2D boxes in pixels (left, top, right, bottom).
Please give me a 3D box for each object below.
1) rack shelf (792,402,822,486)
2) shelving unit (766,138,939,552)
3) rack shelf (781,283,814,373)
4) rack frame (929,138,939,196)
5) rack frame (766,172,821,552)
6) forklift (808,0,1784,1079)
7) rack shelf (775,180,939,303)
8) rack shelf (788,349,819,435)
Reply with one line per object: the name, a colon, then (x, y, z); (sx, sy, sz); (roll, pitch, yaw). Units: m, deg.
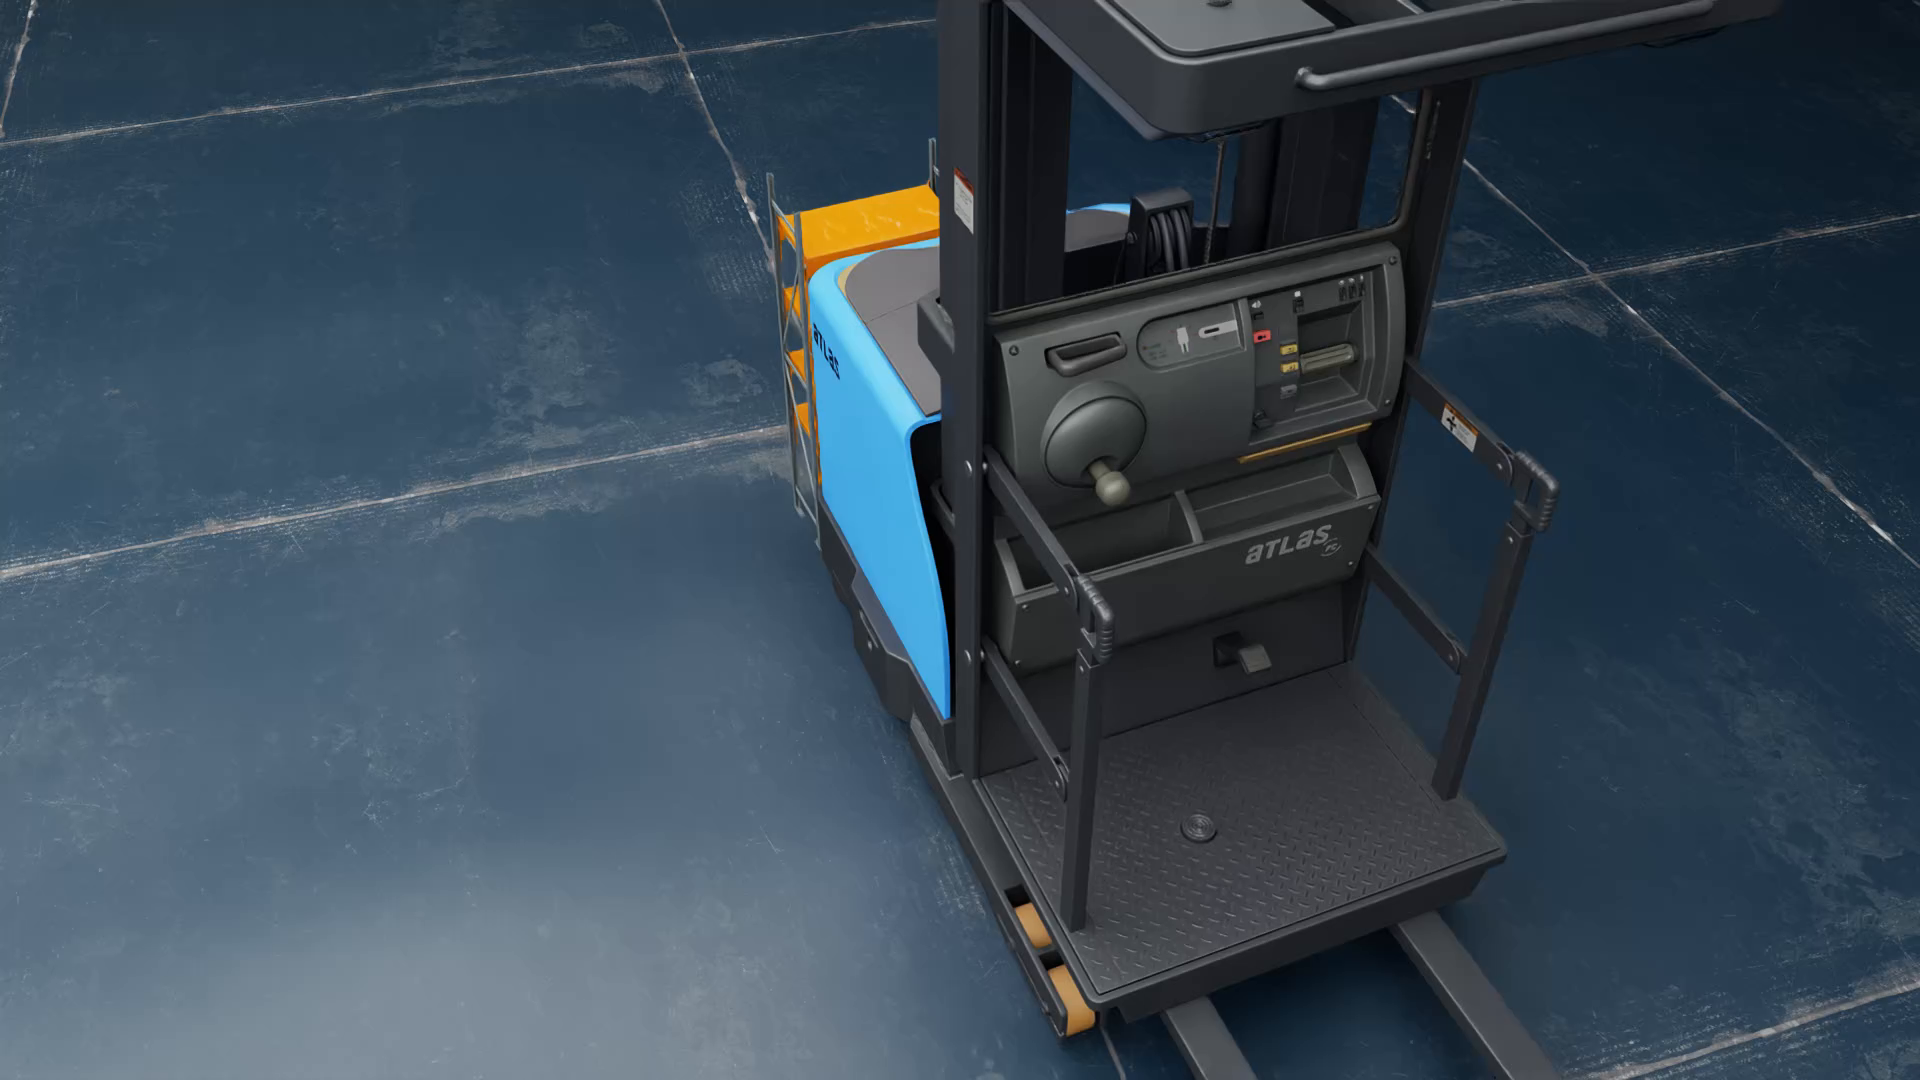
rack shelf: (-0.256, -0.354, 5.147); (0.480, 0.148, 0.258); (-16, 44, -18)
shelving unit: (-0.256, -0.554, 4.972); (0.503, 1.200, 0.258); (-16, 44, -18)
rack shelf: (-0.256, -0.672, 4.869); (0.480, 0.148, 0.258); (-16, 44, -18)
rack frame: (-0.034, -0.620, 5.047); (0.015, 1.200, 0.240); (-16, 44, -18)
rack frame: (-0.479, -0.489, 4.897); (0.015, 1.200, 0.240); (-16, 44, -18)
forklift: (0.606, -0.263, 3.323); (1.130, 2.935, 3.031); (-15, 43, -17)
rack shelf: (-0.256, -0.850, 4.714); (0.480, 0.148, 0.258); (-16, 44, -18)
rack shelf: (-0.256, -0.504, 5.017); (0.480, 0.148, 0.258); (-16, 44, -18)
